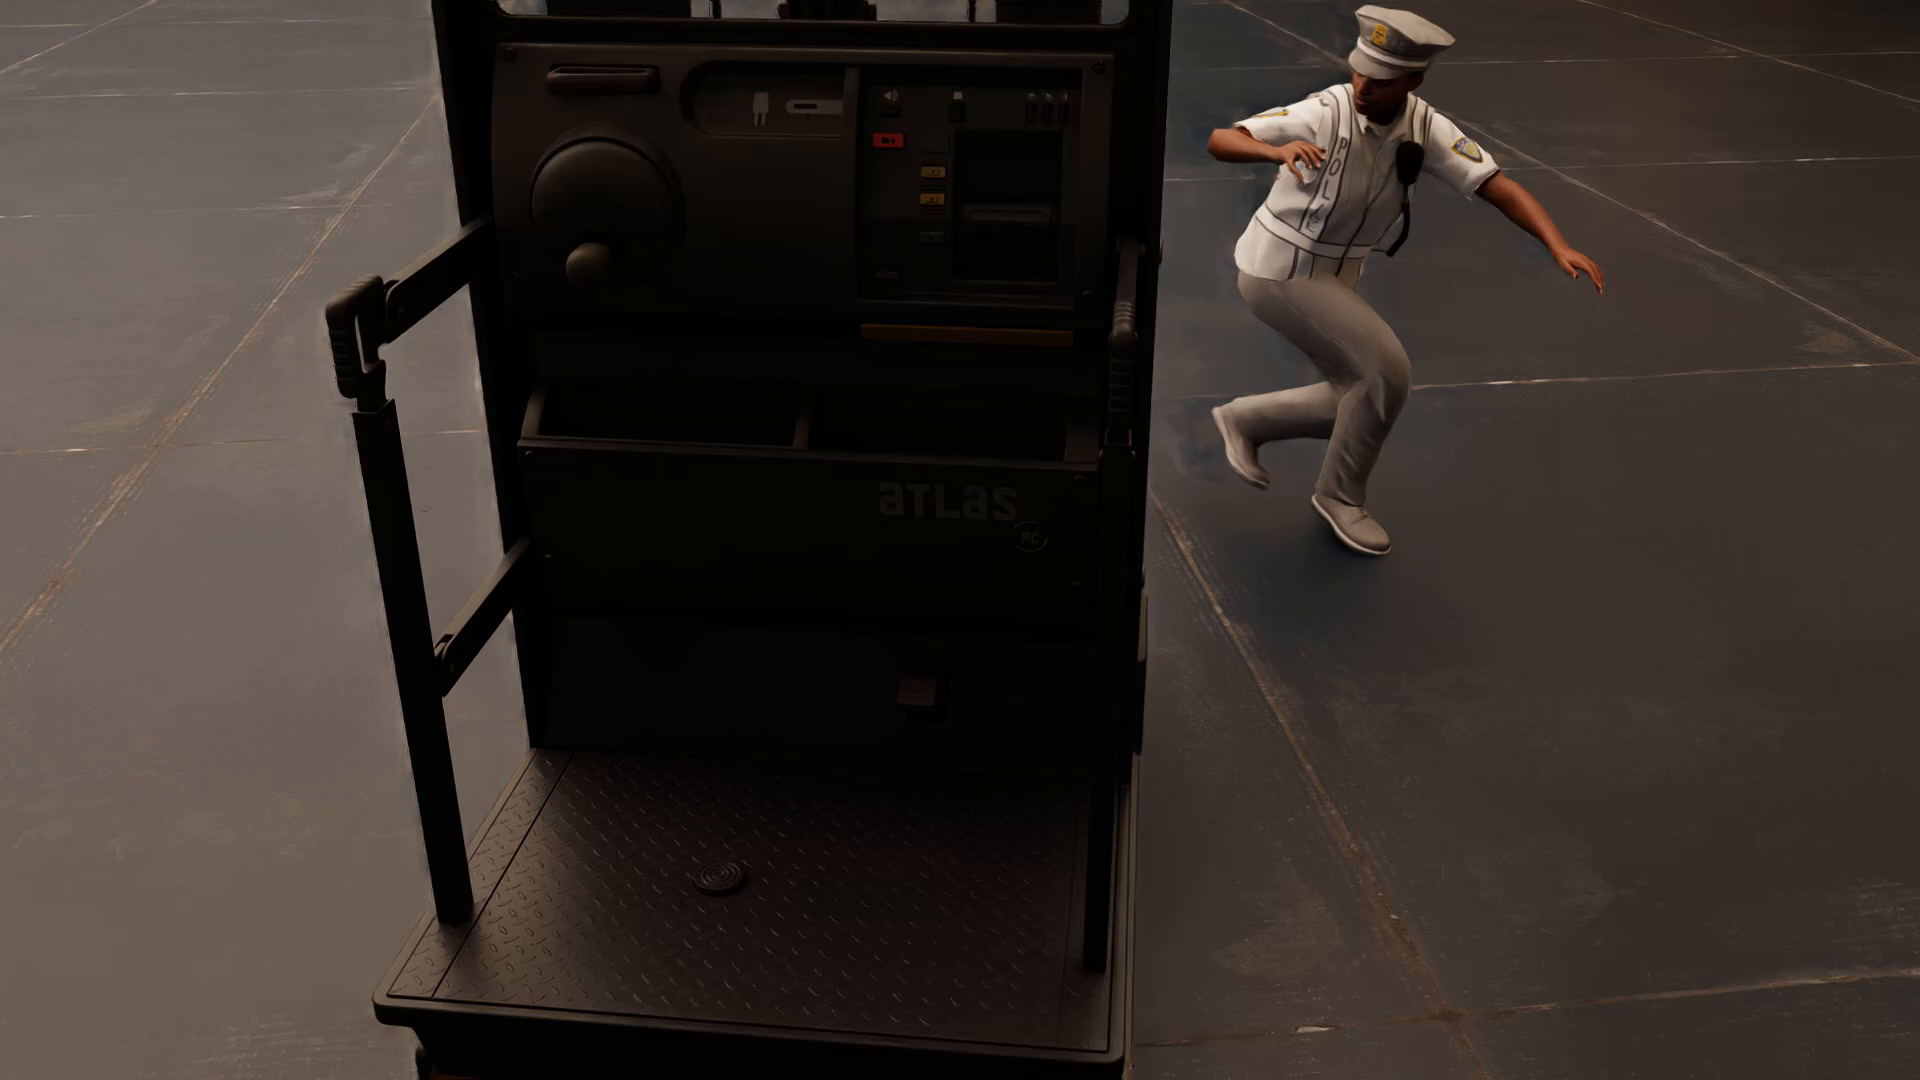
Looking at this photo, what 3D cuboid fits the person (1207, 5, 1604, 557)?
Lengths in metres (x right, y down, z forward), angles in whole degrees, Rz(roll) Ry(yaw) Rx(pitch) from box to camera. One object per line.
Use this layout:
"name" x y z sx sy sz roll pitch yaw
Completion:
"person" 1.072 -0.628 4.301 0.724 1.406 1.018 -21 33 -37

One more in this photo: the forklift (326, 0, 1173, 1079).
"forklift" -0.262 -0.509 2.286 1.130 2.935 3.031 3 26 6
